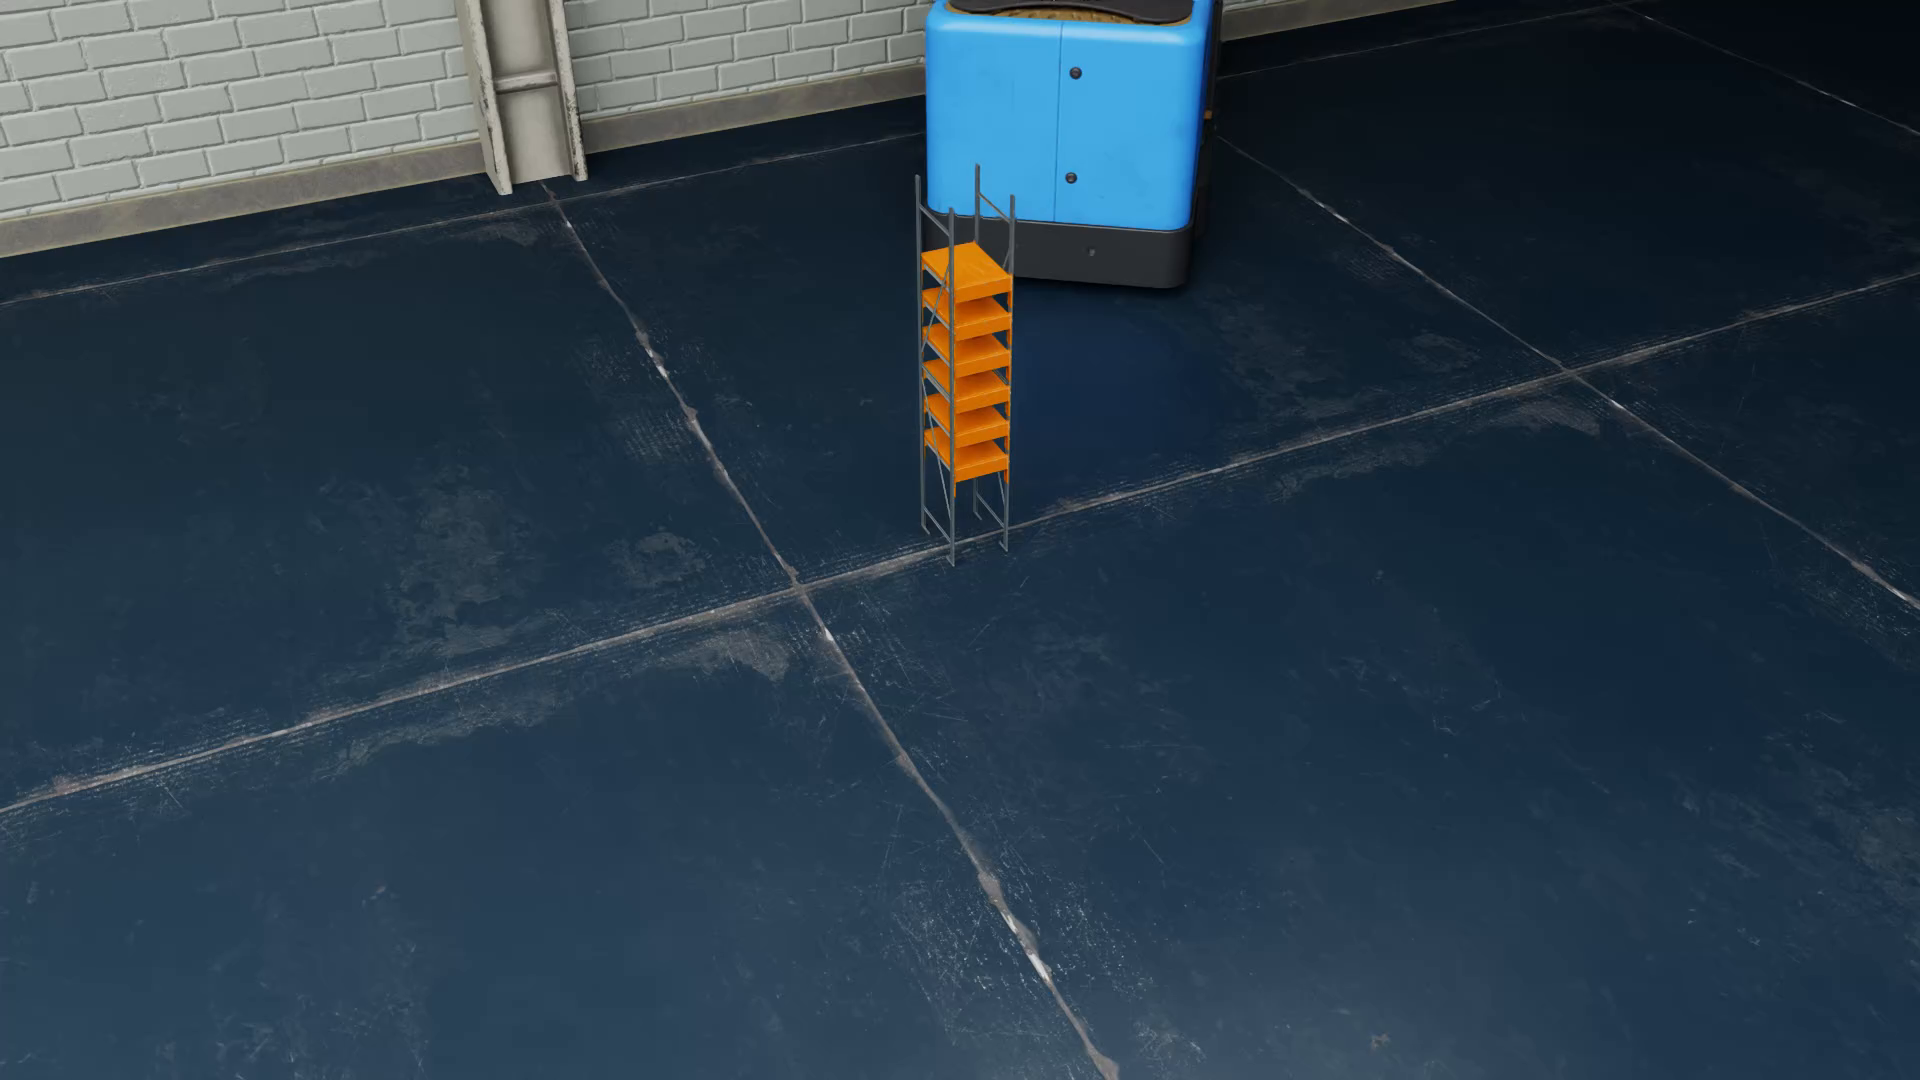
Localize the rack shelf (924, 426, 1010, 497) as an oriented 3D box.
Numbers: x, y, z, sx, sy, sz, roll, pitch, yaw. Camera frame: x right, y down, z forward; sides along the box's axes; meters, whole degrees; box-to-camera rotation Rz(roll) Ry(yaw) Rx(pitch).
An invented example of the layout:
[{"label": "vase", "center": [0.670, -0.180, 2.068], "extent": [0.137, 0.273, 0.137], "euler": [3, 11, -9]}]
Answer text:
[{"label": "rack shelf", "center": [0.013, -0.257, 5.067], "extent": [0.180, 0.103, 0.258], "euler": [-16, 39, -20]}]

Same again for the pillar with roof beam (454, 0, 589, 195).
[{"label": "pillar with roof beam", "center": [-0.071, -2.936, 1.654], "extent": [0.400, 9.000, 9.100], "euler": [-16, 39, -20]}]

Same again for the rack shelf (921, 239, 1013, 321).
[{"label": "rack shelf", "center": [0.013, -0.739, 4.710], "extent": [0.180, 0.103, 0.258], "euler": [-16, 39, -20]}]

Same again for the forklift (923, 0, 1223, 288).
[{"label": "forklift", "center": [0.618, -3.026, 6.869], "extent": [1.130, 2.935, 3.031], "euler": [6, 37, 8]}]

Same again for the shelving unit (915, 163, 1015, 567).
[{"label": "shelving unit", "center": [0.013, -0.486, 4.898], "extent": [0.189, 1.200, 0.258], "euler": [-16, 39, -20]}]

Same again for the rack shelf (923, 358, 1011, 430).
[{"label": "rack shelf", "center": [0.013, -0.450, 4.924], "extent": [0.180, 0.103, 0.258], "euler": [-16, 39, -20]}]

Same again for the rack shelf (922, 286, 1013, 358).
[{"label": "rack shelf", "center": [0.013, -0.643, 4.781], "extent": [0.180, 0.103, 0.258], "euler": [-16, 39, -20]}]

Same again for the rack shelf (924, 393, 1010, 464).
[{"label": "rack shelf", "center": [0.013, -0.354, 4.995], "extent": [0.180, 0.103, 0.258], "euler": [-16, 39, -20]}]

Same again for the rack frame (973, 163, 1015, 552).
[{"label": "rack frame", "center": [0.096, -0.509, 4.929], "extent": [0.006, 1.200, 0.240], "euler": [-16, 39, -20]}]

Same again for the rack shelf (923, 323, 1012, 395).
[{"label": "rack shelf", "center": [0.013, -0.546, 4.852], "extent": [0.180, 0.103, 0.258], "euler": [-16, 39, -20]}]

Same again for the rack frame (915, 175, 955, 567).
[{"label": "rack frame", "center": [-0.070, -0.462, 4.866], "extent": [0.006, 1.200, 0.240], "euler": [-16, 39, -20]}]
